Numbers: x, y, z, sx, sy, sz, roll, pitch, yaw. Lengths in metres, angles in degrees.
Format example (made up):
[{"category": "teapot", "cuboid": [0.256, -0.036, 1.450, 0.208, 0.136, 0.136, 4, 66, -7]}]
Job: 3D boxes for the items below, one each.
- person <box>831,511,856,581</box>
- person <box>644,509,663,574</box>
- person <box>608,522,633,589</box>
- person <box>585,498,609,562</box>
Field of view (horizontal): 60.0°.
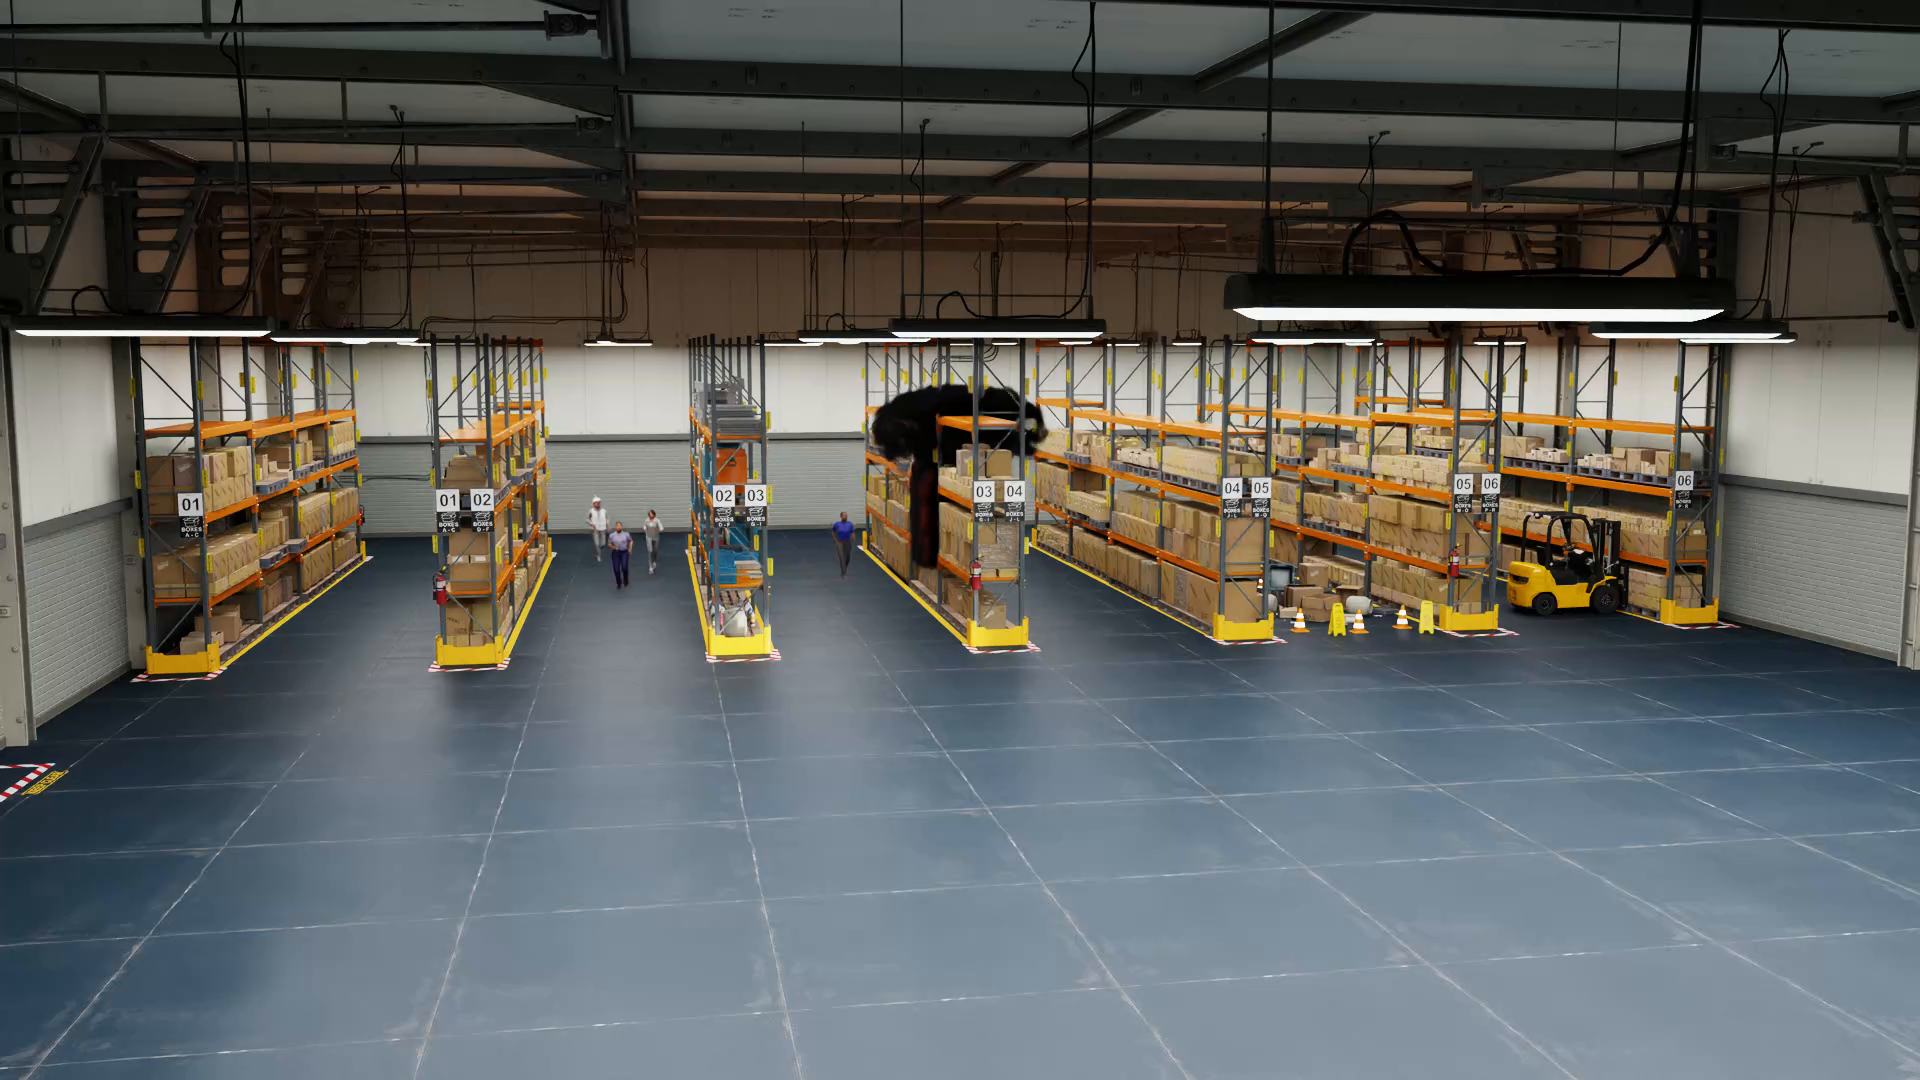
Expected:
[{"category": "person", "cuboid": [-2.769, 0.128, 39.402, 0.560, 1.645, 0.700, -2, 7, -18]}, {"category": "person", "cuboid": [-7.910, 0.016, 42.930, 0.522, 1.613, 0.813, -1, 7, -6]}, {"category": "person", "cuboid": [-8.115, 0.378, 39.739, 0.592, 1.598, 0.577, -1, 7, -10]}, {"category": "person", "cuboid": [-9.815, -0.287, 45.072, 0.661, 1.731, 0.585, -3, 7, -24]}]
